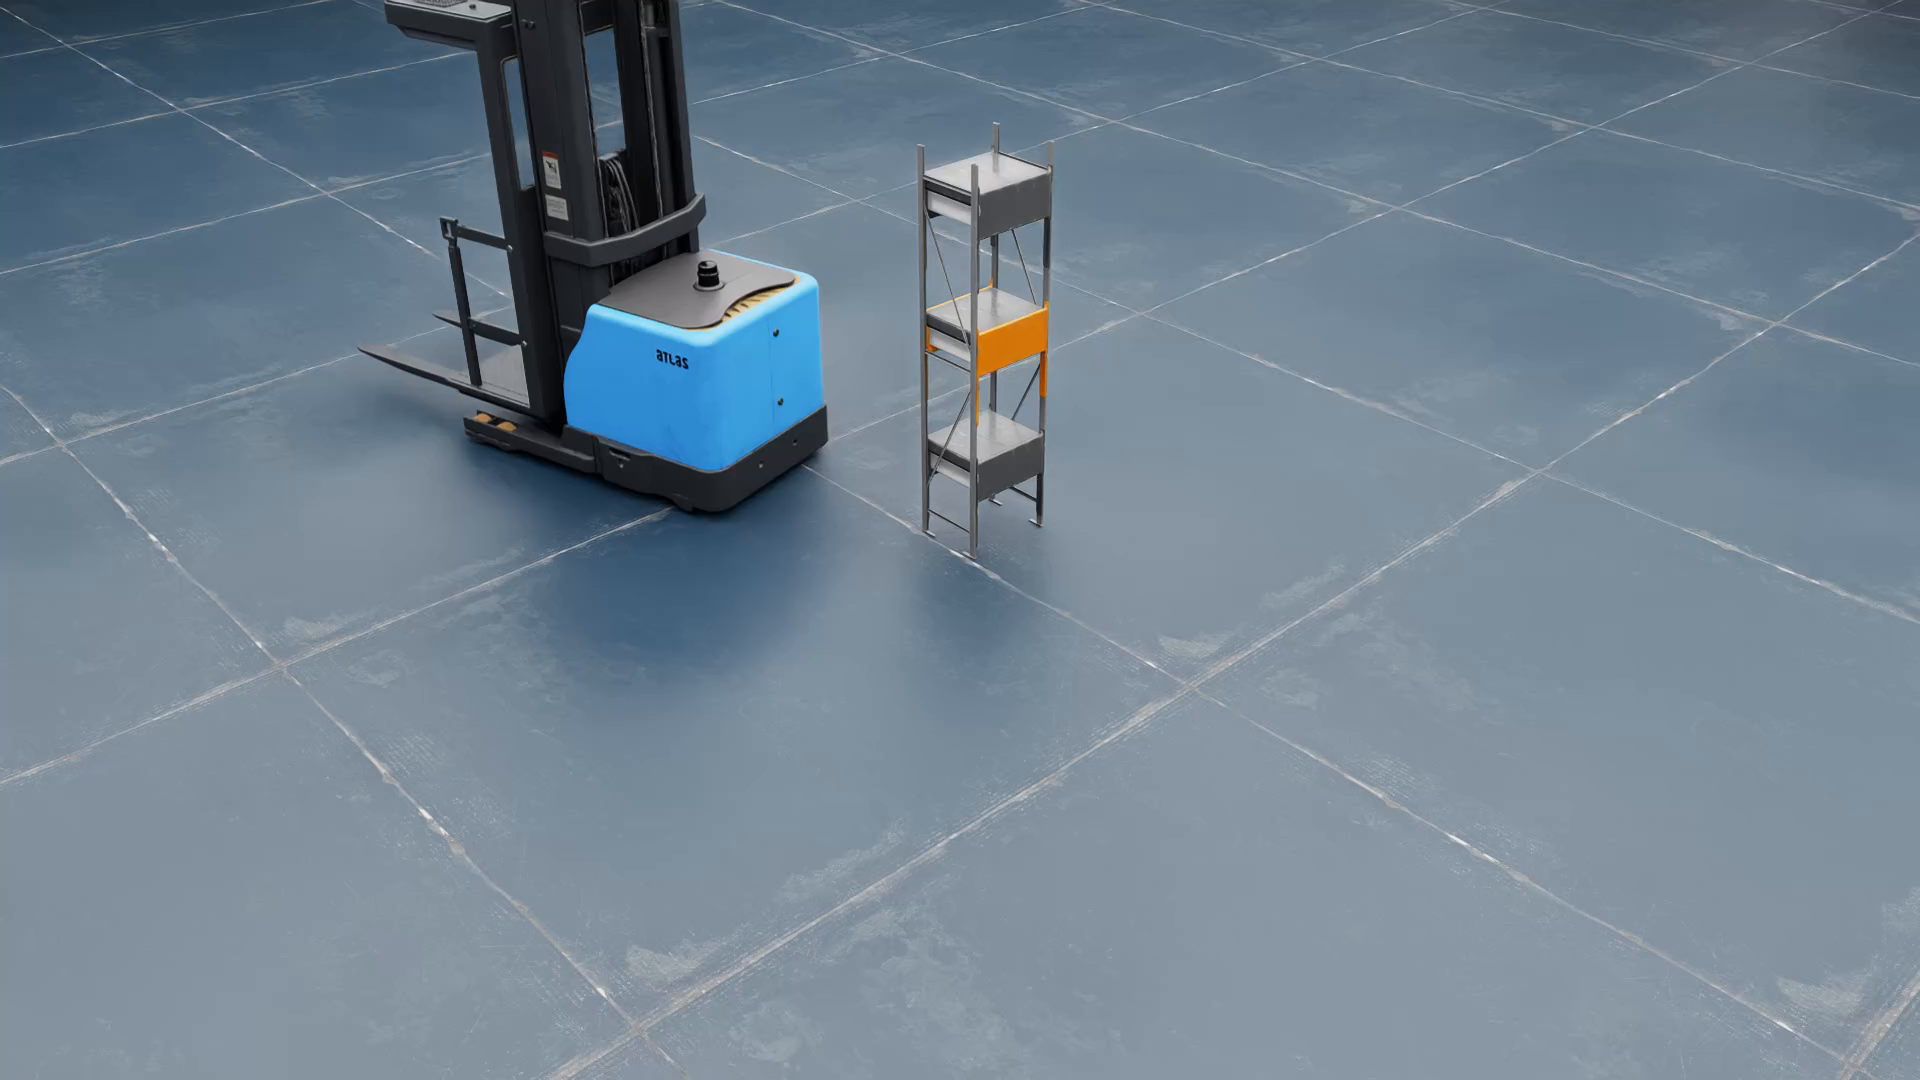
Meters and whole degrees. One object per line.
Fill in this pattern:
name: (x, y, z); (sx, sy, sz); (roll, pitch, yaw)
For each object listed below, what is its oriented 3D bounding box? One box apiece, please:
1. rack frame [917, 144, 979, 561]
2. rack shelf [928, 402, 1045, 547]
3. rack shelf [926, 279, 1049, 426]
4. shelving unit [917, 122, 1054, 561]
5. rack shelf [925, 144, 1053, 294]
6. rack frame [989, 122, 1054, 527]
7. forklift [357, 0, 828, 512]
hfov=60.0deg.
rack frame: (-0.058, -0.868, 8.157); (0.015, 2.100, 0.400); (-26, 40, -35)
rack shelf: (0.121, -0.346, 8.671); (0.480, 0.518, 0.431); (-26, 40, -35)
rack shelf: (0.121, -0.943, 8.305); (0.480, 0.518, 0.431); (-26, 40, -35)
shelving unit: (0.121, -0.955, 8.298); (0.503, 2.100, 0.431); (-26, 40, -35)
rack shelf: (0.121, -1.540, 7.940); (0.480, 0.518, 0.431); (-26, 40, -35)
rack frame: (0.300, -1.041, 8.440); (0.015, 2.100, 0.400); (-26, 40, -35)
forklift: (-2.274, -1.974, 9.169); (3.031, 2.935, 1.130); (18, 36, 27)
